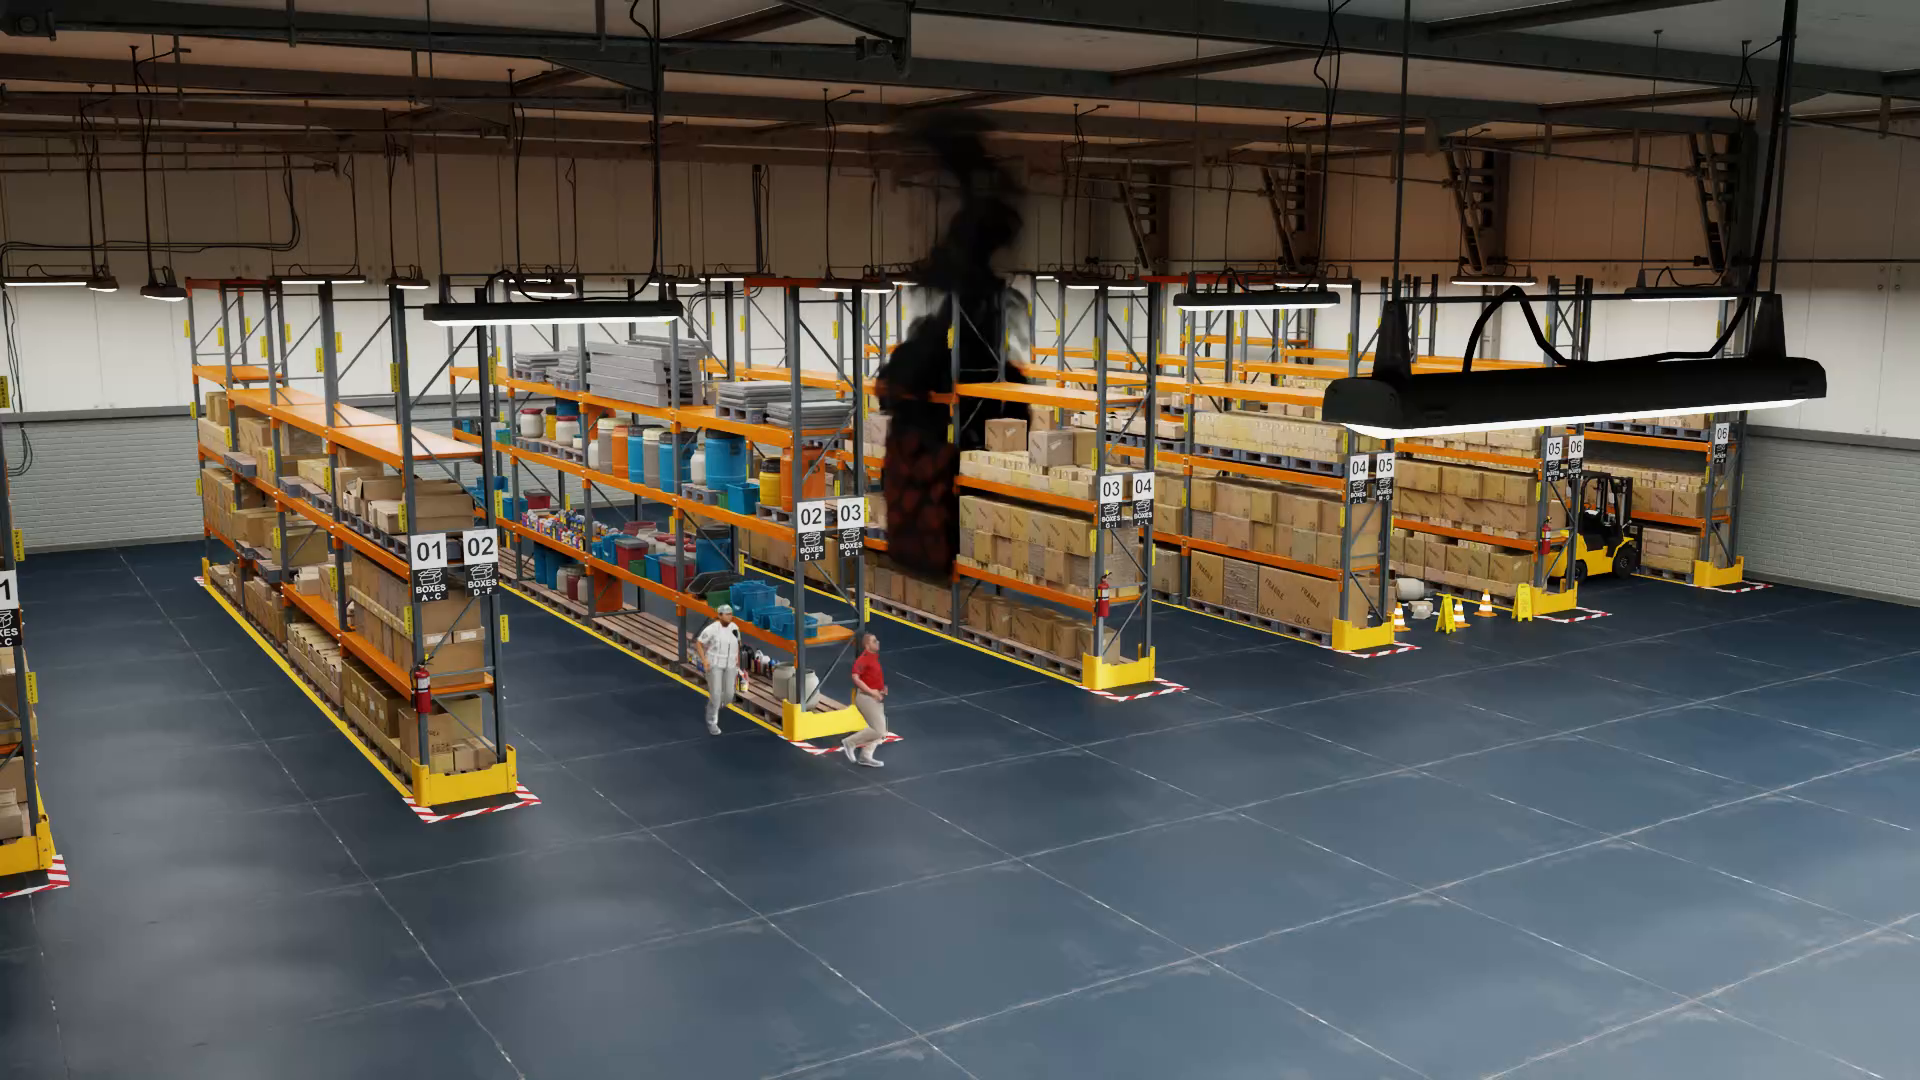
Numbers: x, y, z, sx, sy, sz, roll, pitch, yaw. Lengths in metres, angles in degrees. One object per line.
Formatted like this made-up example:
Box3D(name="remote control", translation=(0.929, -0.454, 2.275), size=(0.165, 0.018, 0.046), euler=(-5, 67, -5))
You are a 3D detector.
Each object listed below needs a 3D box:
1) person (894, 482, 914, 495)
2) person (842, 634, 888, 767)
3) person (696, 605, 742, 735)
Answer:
Box3D(name="person", translation=(-1.502, -1.604, 42.356), size=(0.806, 1.732, 0.689), euler=(5, 11, 28))
Box3D(name="person", translation=(-1.184, 2.018, 21.022), size=(0.558, 1.682, 0.691), euler=(1, 10, 7))
Box3D(name="person", translation=(-3.123, 1.660, 21.702), size=(0.645, 1.639, 0.564), euler=(-7, 12, -35))
